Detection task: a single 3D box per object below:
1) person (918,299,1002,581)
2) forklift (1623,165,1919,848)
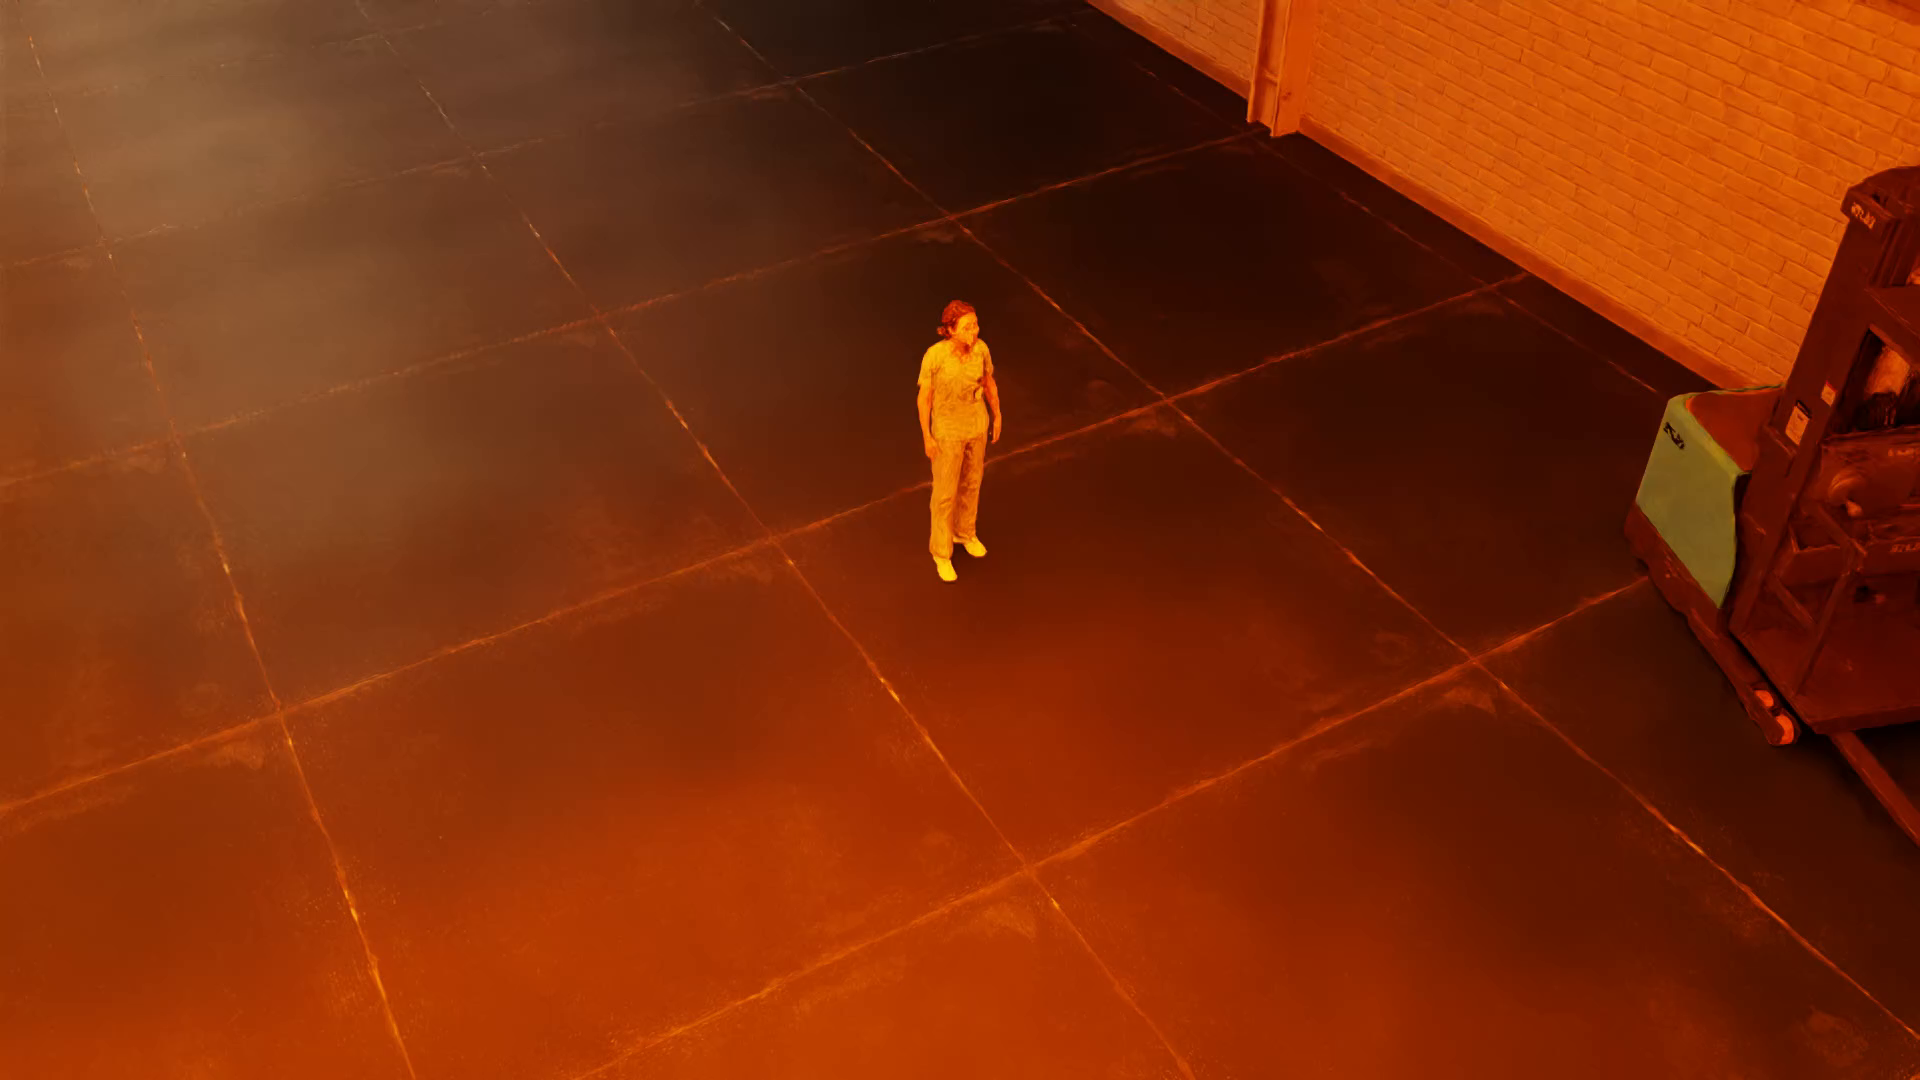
[{"bbox_3d":[0.026,-0.606,9.738,0.550,1.674,0.548,-20,44,-23],"label":"person"},{"bbox_3d":[4.862,-0.274,8.366,1.130,2.935,3.031,-7,40,-8],"label":"forklift"}]
